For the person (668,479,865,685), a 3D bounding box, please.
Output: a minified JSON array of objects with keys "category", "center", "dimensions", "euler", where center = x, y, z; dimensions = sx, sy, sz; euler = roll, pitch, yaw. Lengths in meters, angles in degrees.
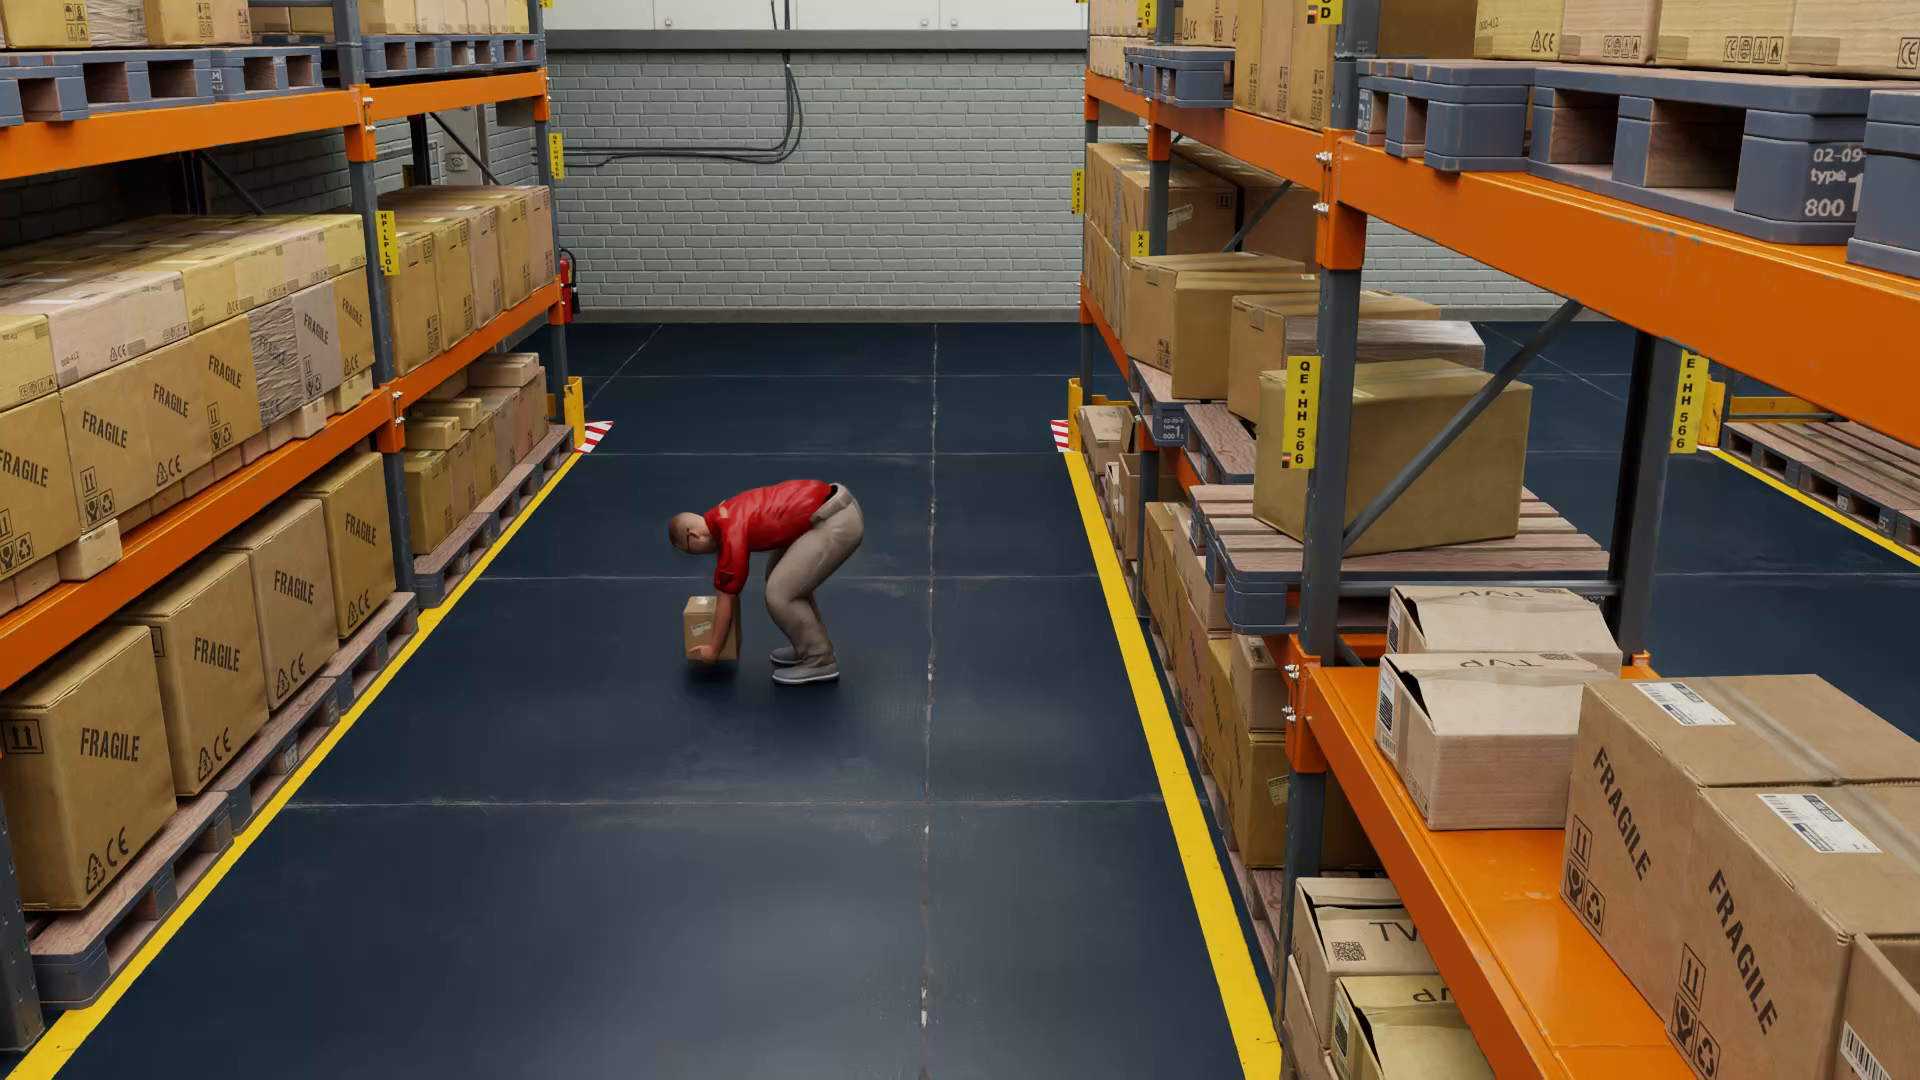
[{"category":"person","center":[-0.976,0.193,8.230],"dimensions":[0.899,0.976,0.509],"euler":[-1,17,-3]}]
